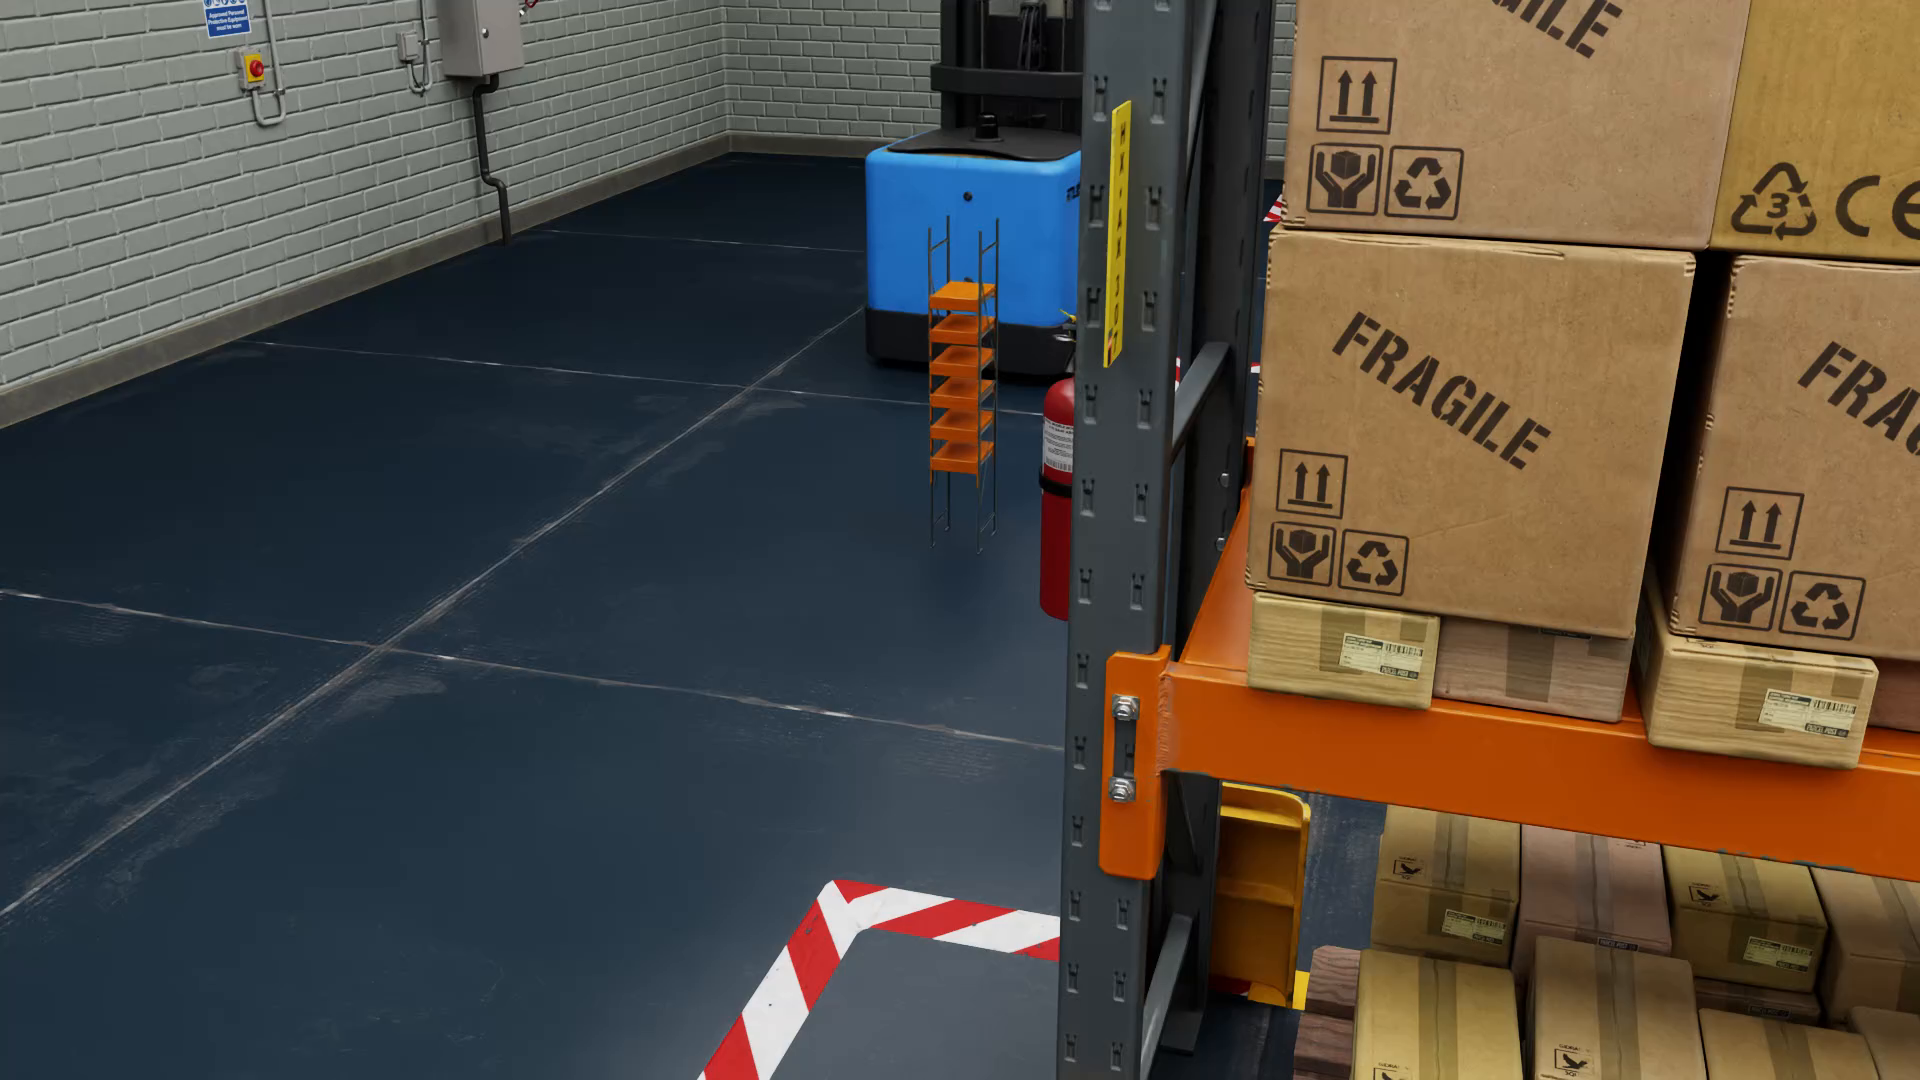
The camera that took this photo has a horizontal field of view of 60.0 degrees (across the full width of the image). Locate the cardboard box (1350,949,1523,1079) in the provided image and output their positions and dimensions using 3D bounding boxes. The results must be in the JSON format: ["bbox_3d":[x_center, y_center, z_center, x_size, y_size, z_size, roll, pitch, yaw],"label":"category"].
[{"bbox_3d":[0.762,0.845,2.677,0.250,0.149,0.380,5,23,13],"label":"cardboard box"}]

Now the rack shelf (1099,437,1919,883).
[{"bbox_3d":[2.273,0.367,2.371,4.000,0.370,1.077,7,23,16],"label":"rack shelf"}]

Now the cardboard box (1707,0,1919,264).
[{"bbox_3d":[1.196,-0.633,2.020,0.500,0.500,0.500,7,23,17],"label":"cardboard box"}]

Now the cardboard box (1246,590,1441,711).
[{"bbox_3d":[0.574,0.086,2.440,0.250,0.149,0.380,6,23,15],"label":"cardboard box"}]

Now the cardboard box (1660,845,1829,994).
[{"bbox_3d":[1.447,0.661,3.126,0.250,0.149,0.380,6,23,14],"label":"cardboard box"}]

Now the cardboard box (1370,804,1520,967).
[{"bbox_3d":[0.938,0.630,3.200,0.250,0.149,0.380,7,23,16],"label":"cardboard box"}]

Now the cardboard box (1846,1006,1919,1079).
[{"bbox_3d":[1.526,0.903,2.536,0.250,0.149,0.380,5,23,13],"label":"cardboard box"}]

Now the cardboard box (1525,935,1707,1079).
[{"bbox_3d":[1.060,0.832,2.709,0.250,0.149,0.380,7,23,16],"label":"cardboard box"}]

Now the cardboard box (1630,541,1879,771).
[{"bbox_3d":[1.071,0.147,2.289,0.250,0.149,0.380,6,23,14],"label":"cardboard box"}]

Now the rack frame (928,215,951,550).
[{"bbox_3d":[-0.074,-0.564,6.063,0.006,1.200,0.240,7,23,16],"label":"rack frame"}]

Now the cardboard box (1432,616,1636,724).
[{"bbox_3d":[0.829,0.098,2.408,0.250,0.149,0.380,7,23,17],"label":"cardboard box"}]

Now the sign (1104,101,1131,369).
[{"bbox_3d":[0.202,-0.389,2.124,0.005,0.325,0.100,7,23,16],"label":"sign"}]

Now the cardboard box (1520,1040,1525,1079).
[{"bbox_3d":[1.031,1.003,2.683,0.250,0.149,0.380,6,23,15],"label":"cardboard box"}]

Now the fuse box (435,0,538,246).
[{"bbox_3d":[-2.967,-2.756,10.733,0.414,1.711,0.539,7,23,16],"label":"fuse box"}]

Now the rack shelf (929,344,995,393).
[{"bbox_3d":[0.014,-0.623,6.010,0.180,0.103,0.258,7,23,16],"label":"rack shelf"}]

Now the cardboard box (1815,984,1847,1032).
[{"bbox_3d":[1.671,0.879,2.985,0.250,0.149,0.380,6,23,15],"label":"cardboard box"}]

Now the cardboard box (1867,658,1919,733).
[{"bbox_3d":[1.359,0.126,2.341,0.250,0.149,0.380,8,24,18],"label":"cardboard box"}]

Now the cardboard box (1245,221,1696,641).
[{"bbox_3d":[0.708,-0.220,2.329,0.500,0.500,0.500,8,24,18],"label":"cardboard box"}]

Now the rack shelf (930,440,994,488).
[{"bbox_3d":[0.014,-0.290,6.146,0.180,0.103,0.258,7,23,16],"label":"rack shelf"}]

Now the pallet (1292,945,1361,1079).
[{"bbox_3d":[1.198,1.215,3.029,1.213,0.211,1.003,7,23,16],"label":"pallet"}]

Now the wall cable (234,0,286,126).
[{"bbox_3d":[-3.714,-3.089,8.468,0.123,1.953,0.585,7,23,16],"label":"wall cable"}]

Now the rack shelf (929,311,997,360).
[{"bbox_3d":[0.014,-0.734,5.964,0.180,0.103,0.258,7,23,16],"label":"rack shelf"}]

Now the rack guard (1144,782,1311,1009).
[{"bbox_3d":[0.431,0.980,3.223,0.348,0.500,1.175,7,23,16],"label":"rack guard"}]

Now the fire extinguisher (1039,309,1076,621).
[{"bbox_3d":[0.250,-0.172,3.331,0.183,0.674,0.296,7,23,16],"label":"fire extinguisher"}]

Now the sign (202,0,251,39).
[{"bbox_3d":[-3.786,-2.719,8.589,0.001,0.218,0.327,7,23,16],"label":"sign"}]

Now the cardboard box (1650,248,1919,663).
[{"bbox_3d":[1.228,-0.170,2.208,0.500,0.500,0.500,7,23,16],"label":"cardboard box"}]

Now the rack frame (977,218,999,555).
[{"bbox_3d":[0.101,-0.543,6.014,0.006,1.200,0.240,7,23,16],"label":"rack frame"}]

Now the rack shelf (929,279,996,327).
[{"bbox_3d":[0.014,-0.845,5.919,0.180,0.103,0.258,7,23,16],"label":"rack shelf"}]

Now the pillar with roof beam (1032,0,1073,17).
[{"bbox_3d":[-0.443,-5.633,8.145,0.400,9.000,9.100,7,23,16],"label":"pillar with roof beam"}]

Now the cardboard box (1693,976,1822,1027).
[{"bbox_3d":[1.444,0.812,3.148,0.250,0.149,0.380,6,23,13],"label":"cardboard box"}]

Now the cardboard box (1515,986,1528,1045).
[{"bbox_3d":[1.181,0.804,3.168,0.250,0.149,0.380,6,23,14],"label":"cardboard box"}]

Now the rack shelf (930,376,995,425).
[{"bbox_3d":[0.014,-0.512,6.055,0.180,0.103,0.258,7,23,16],"label":"rack shelf"}]

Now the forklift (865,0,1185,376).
[{"bbox_3d":[0.549,-2.675,8.929,1.130,2.935,3.031,9,24,20],"label":"forklift"}]

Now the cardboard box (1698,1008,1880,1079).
[{"bbox_3d":[1.264,0.906,2.529,0.250,0.149,0.380,6,23,15],"label":"cardboard box"}]

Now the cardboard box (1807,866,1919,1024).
[{"bbox_3d":[1.676,0.712,3.000,0.250,0.149,0.380,6,23,13],"label":"cardboard box"}]

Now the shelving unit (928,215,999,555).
[{"bbox_3d":[0.014,-0.554,6.038,0.189,1.200,0.258,7,23,16],"label":"shelving unit"}]

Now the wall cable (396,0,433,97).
[{"bbox_3d":[-3.315,-3.591,9.733,0.122,1.984,0.588,7,23,16],"label":"wall cable"}]

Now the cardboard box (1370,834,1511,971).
[{"bbox_3d":[0.946,0.756,3.286,0.250,0.149,0.380,6,23,14],"label":"cardboard box"}]

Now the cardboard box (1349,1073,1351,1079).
[{"bbox_3d":[0.786,0.953,2.807,0.250,0.149,0.380,8,23,18],"label":"cardboard box"}]

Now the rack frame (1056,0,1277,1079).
[{"bbox_3d":[0.358,-0.185,2.769,0.127,3.000,1.000,7,23,16],"label":"rack frame"}]

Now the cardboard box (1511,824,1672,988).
[{"bbox_3d":[1.162,0.679,3.082,0.250,0.149,0.380,7,23,17],"label":"cardboard box"}]

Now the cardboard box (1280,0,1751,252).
[{"bbox_3d":[0.711,-0.686,2.149,0.500,0.500,0.500,6,23,15],"label":"cardboard box"}]

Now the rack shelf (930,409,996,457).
[{"bbox_3d":[0.014,-0.401,6.101,0.180,0.103,0.258,7,23,16],"label":"rack shelf"}]
